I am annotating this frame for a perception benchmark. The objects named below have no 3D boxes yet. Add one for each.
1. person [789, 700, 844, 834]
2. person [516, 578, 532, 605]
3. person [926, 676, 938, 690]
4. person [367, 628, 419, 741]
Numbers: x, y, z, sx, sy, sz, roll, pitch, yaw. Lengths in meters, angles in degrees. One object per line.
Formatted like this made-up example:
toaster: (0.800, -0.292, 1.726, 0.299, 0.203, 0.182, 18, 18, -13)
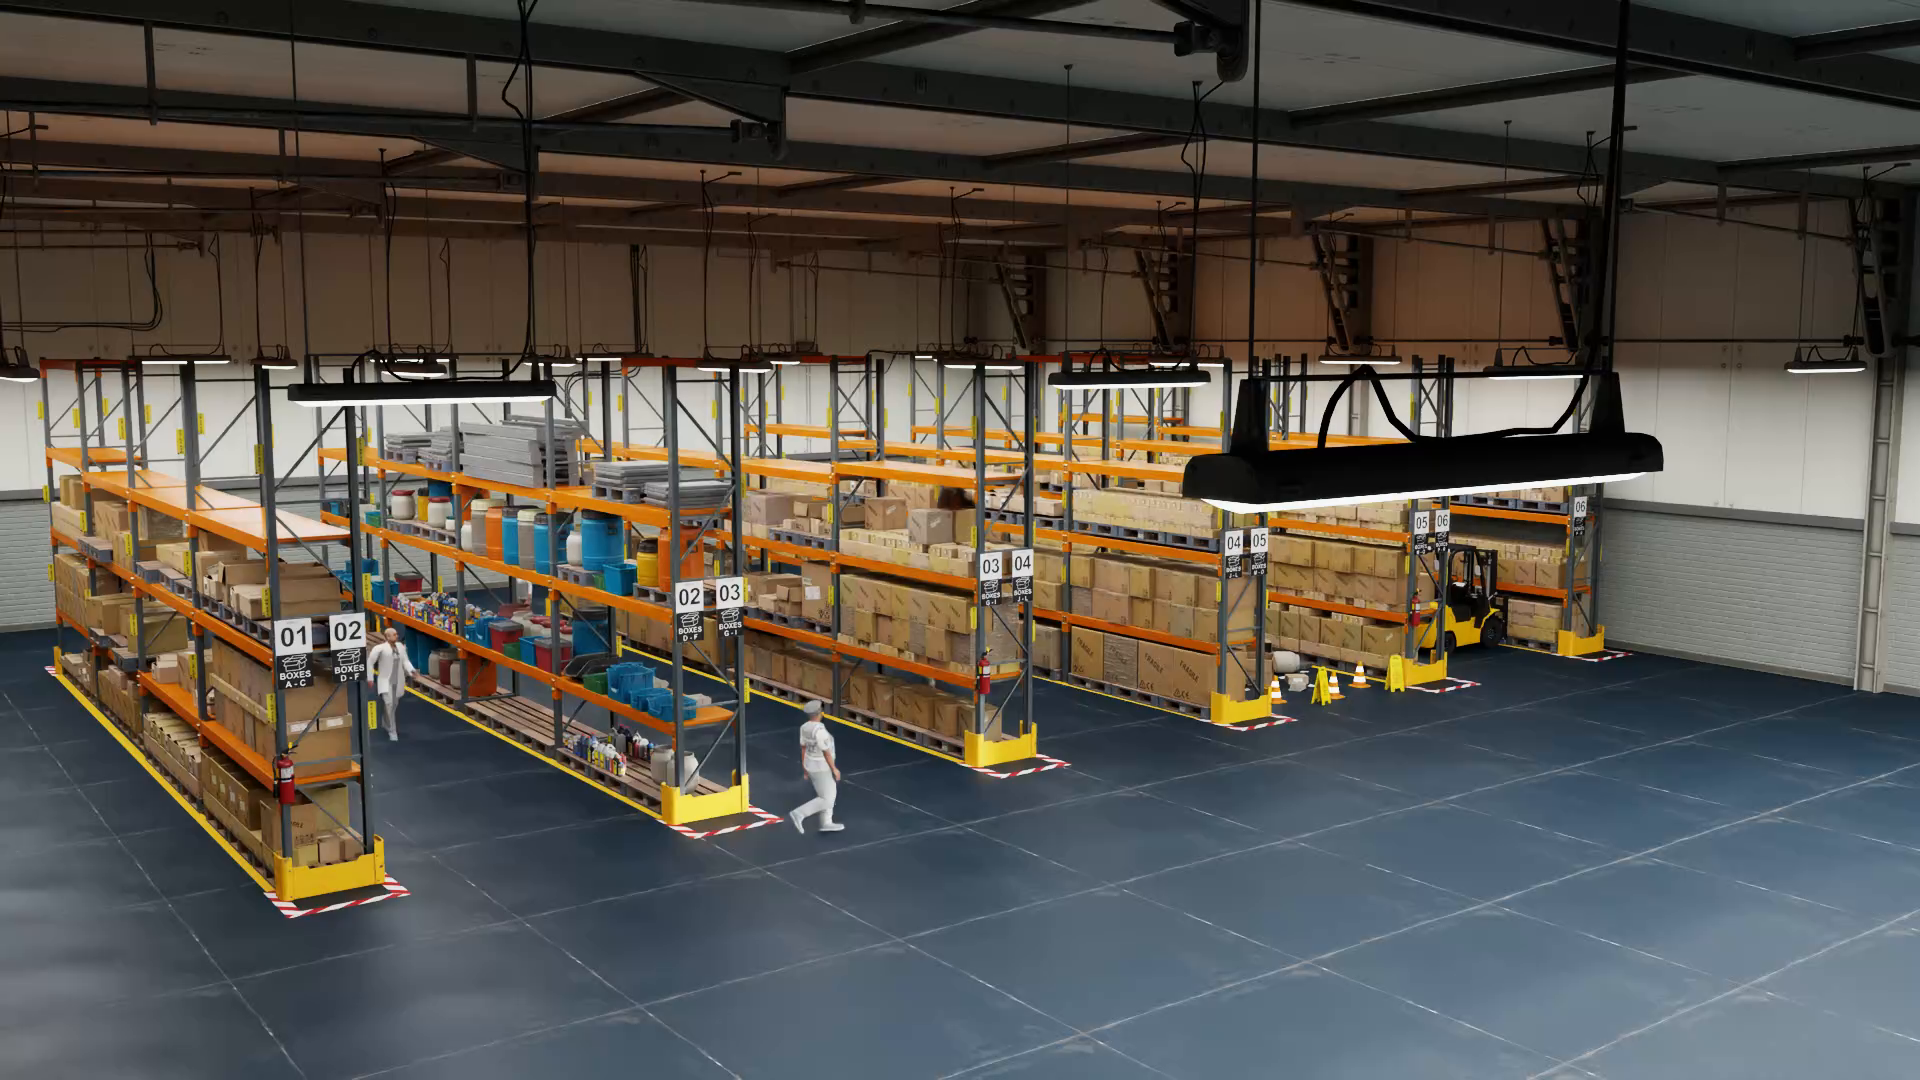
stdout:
person: (-1.839, 2.903, 21.273, 0.751, 1.739, 0.522, -2, 7, -16)
person: (-9.353, 1.276, 35.552, 0.435, 1.605, 0.356, 1, 7, 10)
person: (-0.504, 1.898, 30.416, 0.595, 1.702, 0.722, -4, 8, -31)
person: (-9.156, 2.306, 26.720, 0.755, 1.815, 0.935, -5, 8, -36)
